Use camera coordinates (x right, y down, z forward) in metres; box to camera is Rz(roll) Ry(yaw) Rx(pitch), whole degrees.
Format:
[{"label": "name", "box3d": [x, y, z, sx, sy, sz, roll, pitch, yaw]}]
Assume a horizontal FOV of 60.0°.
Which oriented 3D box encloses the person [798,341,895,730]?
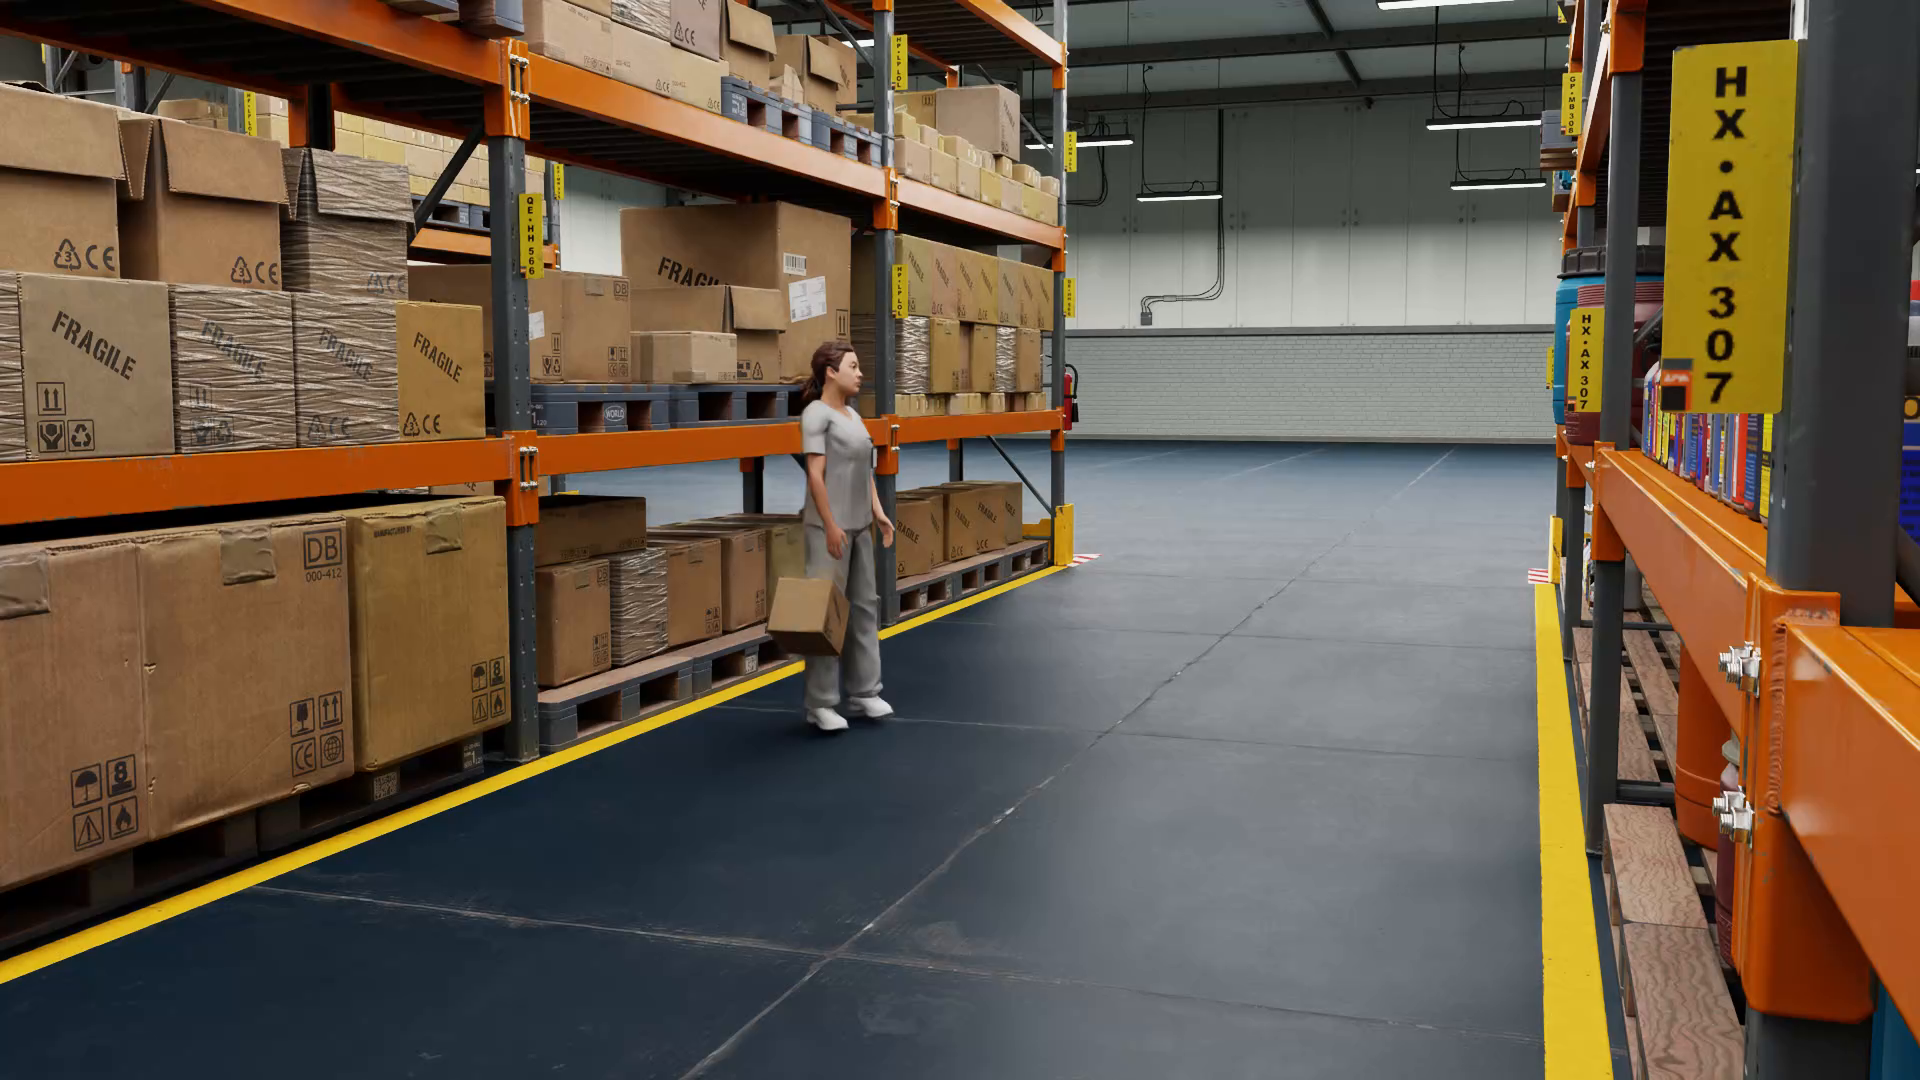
[{"label": "person", "box3d": [-0.525, -0.033, 7.341, 0.442, 1.684, 0.523, 3, 6, 26]}]
